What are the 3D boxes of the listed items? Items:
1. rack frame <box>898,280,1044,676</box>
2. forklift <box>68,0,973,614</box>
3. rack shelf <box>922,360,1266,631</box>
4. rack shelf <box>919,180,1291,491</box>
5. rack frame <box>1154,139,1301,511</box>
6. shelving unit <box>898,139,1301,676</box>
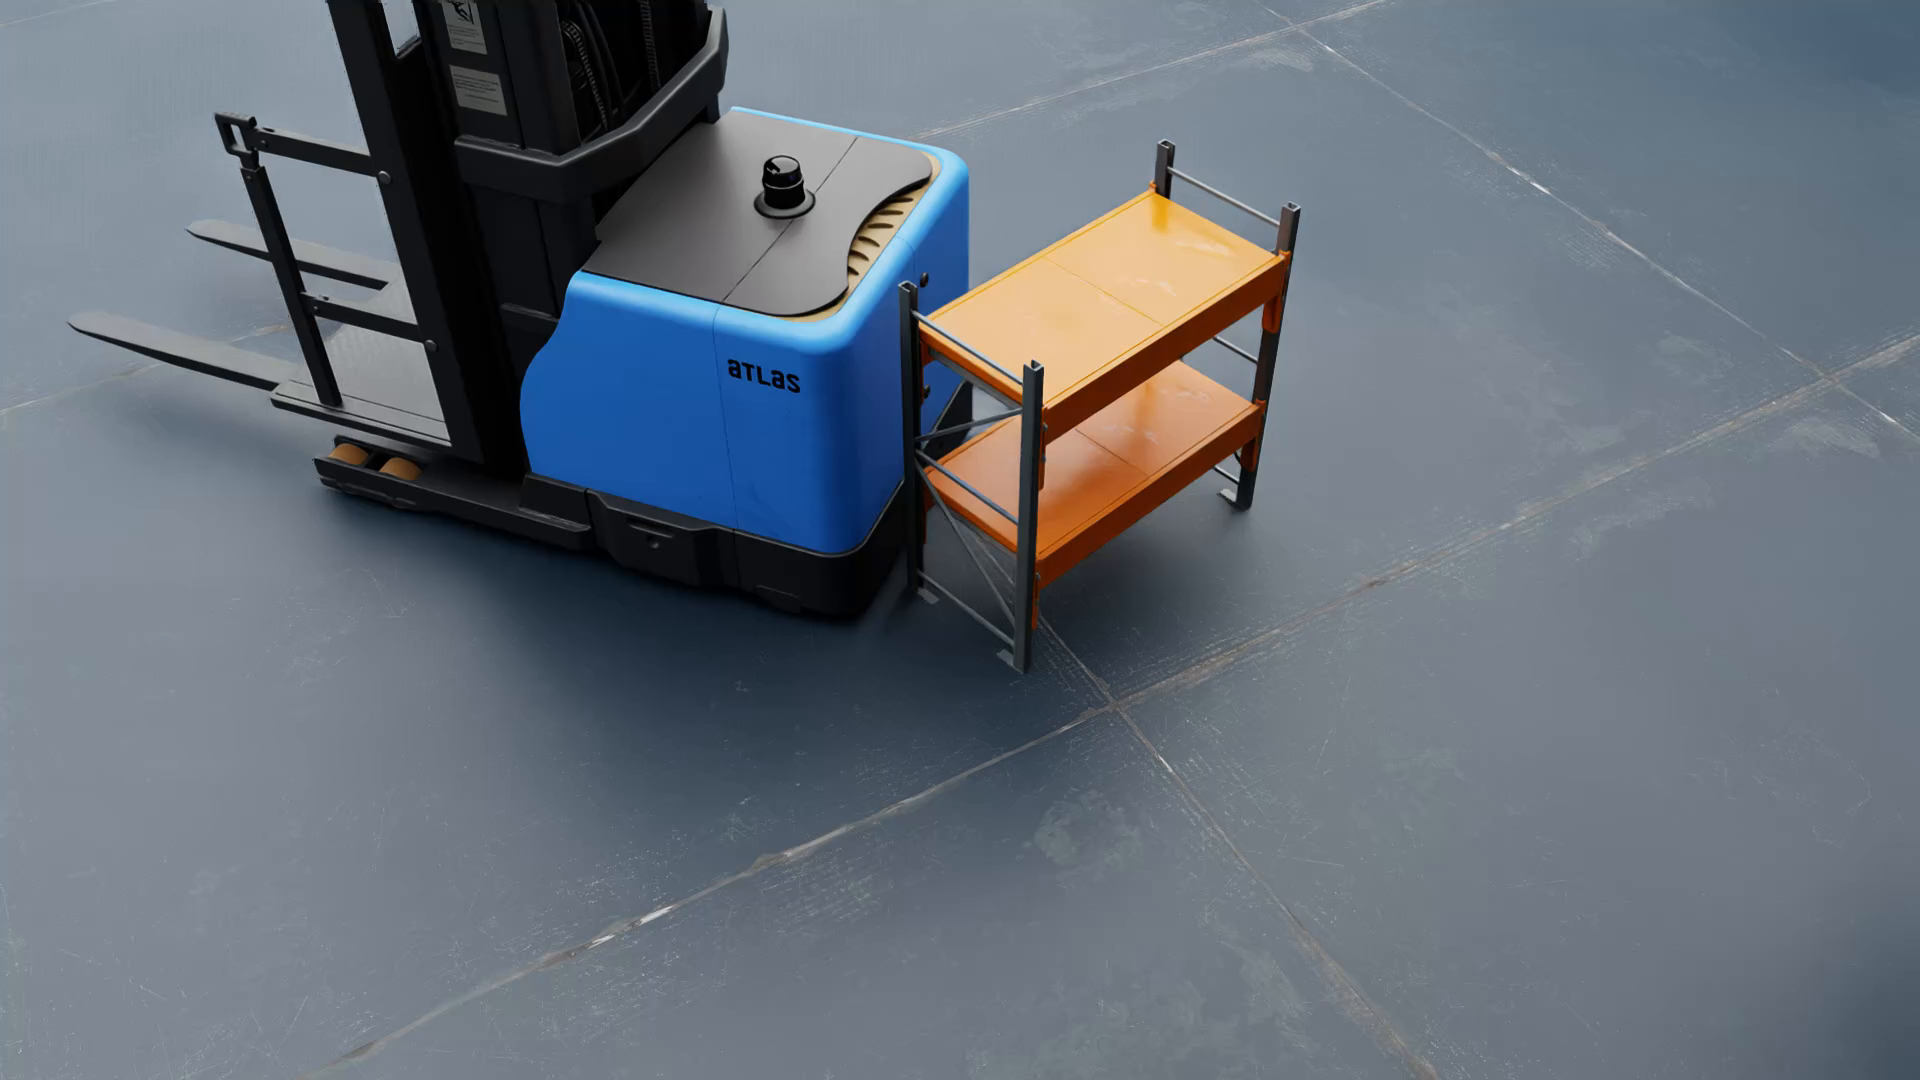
[{"bbox_3d":[0.023,-0.141,4.588,0.032,1.125,0.500,-34,53,-30],"label":"rack frame"},{"bbox_3d":[-1.530,-1.477,4.667,3.031,2.935,1.130,15,46,15],"label":"forklift"},{"bbox_3d":[0.390,-0.211,5.010,1.000,0.278,0.538,-34,53,-30],"label":"rack shelf"},{"bbox_3d":[0.390,-0.596,4.636,1.000,0.278,0.538,-34,53,-30],"label":"rack shelf"},{"bbox_3d":[0.756,-0.631,5.093,0.032,1.125,0.500,-34,53,-30],"label":"rack frame"},{"bbox_3d":[0.390,-0.386,4.840,1.048,1.125,0.538,-34,53,-30],"label":"shelving unit"}]
